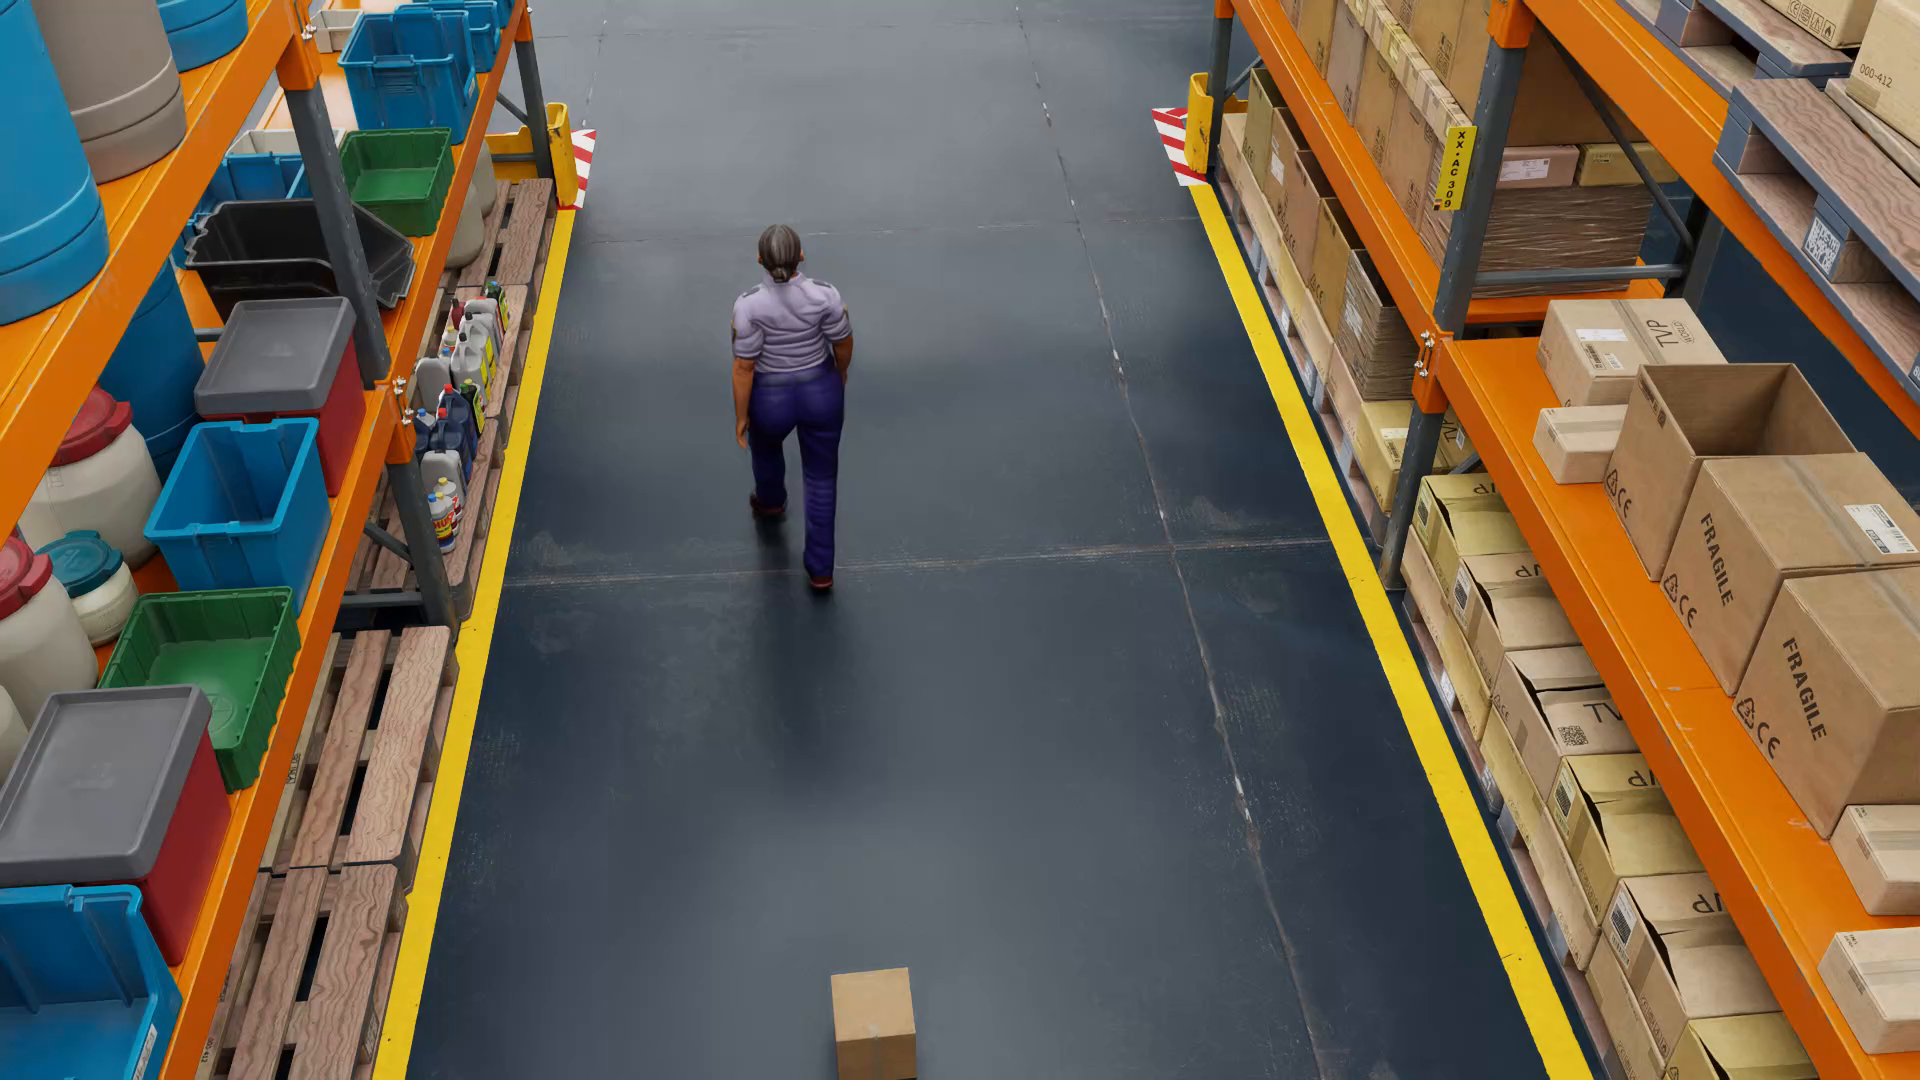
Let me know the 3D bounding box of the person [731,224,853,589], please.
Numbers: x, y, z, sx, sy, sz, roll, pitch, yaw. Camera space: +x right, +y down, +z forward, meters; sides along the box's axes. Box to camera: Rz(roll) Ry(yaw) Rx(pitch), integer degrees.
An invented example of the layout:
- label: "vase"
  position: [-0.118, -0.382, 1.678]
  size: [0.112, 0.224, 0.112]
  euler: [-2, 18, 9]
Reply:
- label: "person"
  position: [-0.695, -0.619, 6.935]
  size: [0.513, 1.641, 0.822]
  euler: [-6, 40, -8]
